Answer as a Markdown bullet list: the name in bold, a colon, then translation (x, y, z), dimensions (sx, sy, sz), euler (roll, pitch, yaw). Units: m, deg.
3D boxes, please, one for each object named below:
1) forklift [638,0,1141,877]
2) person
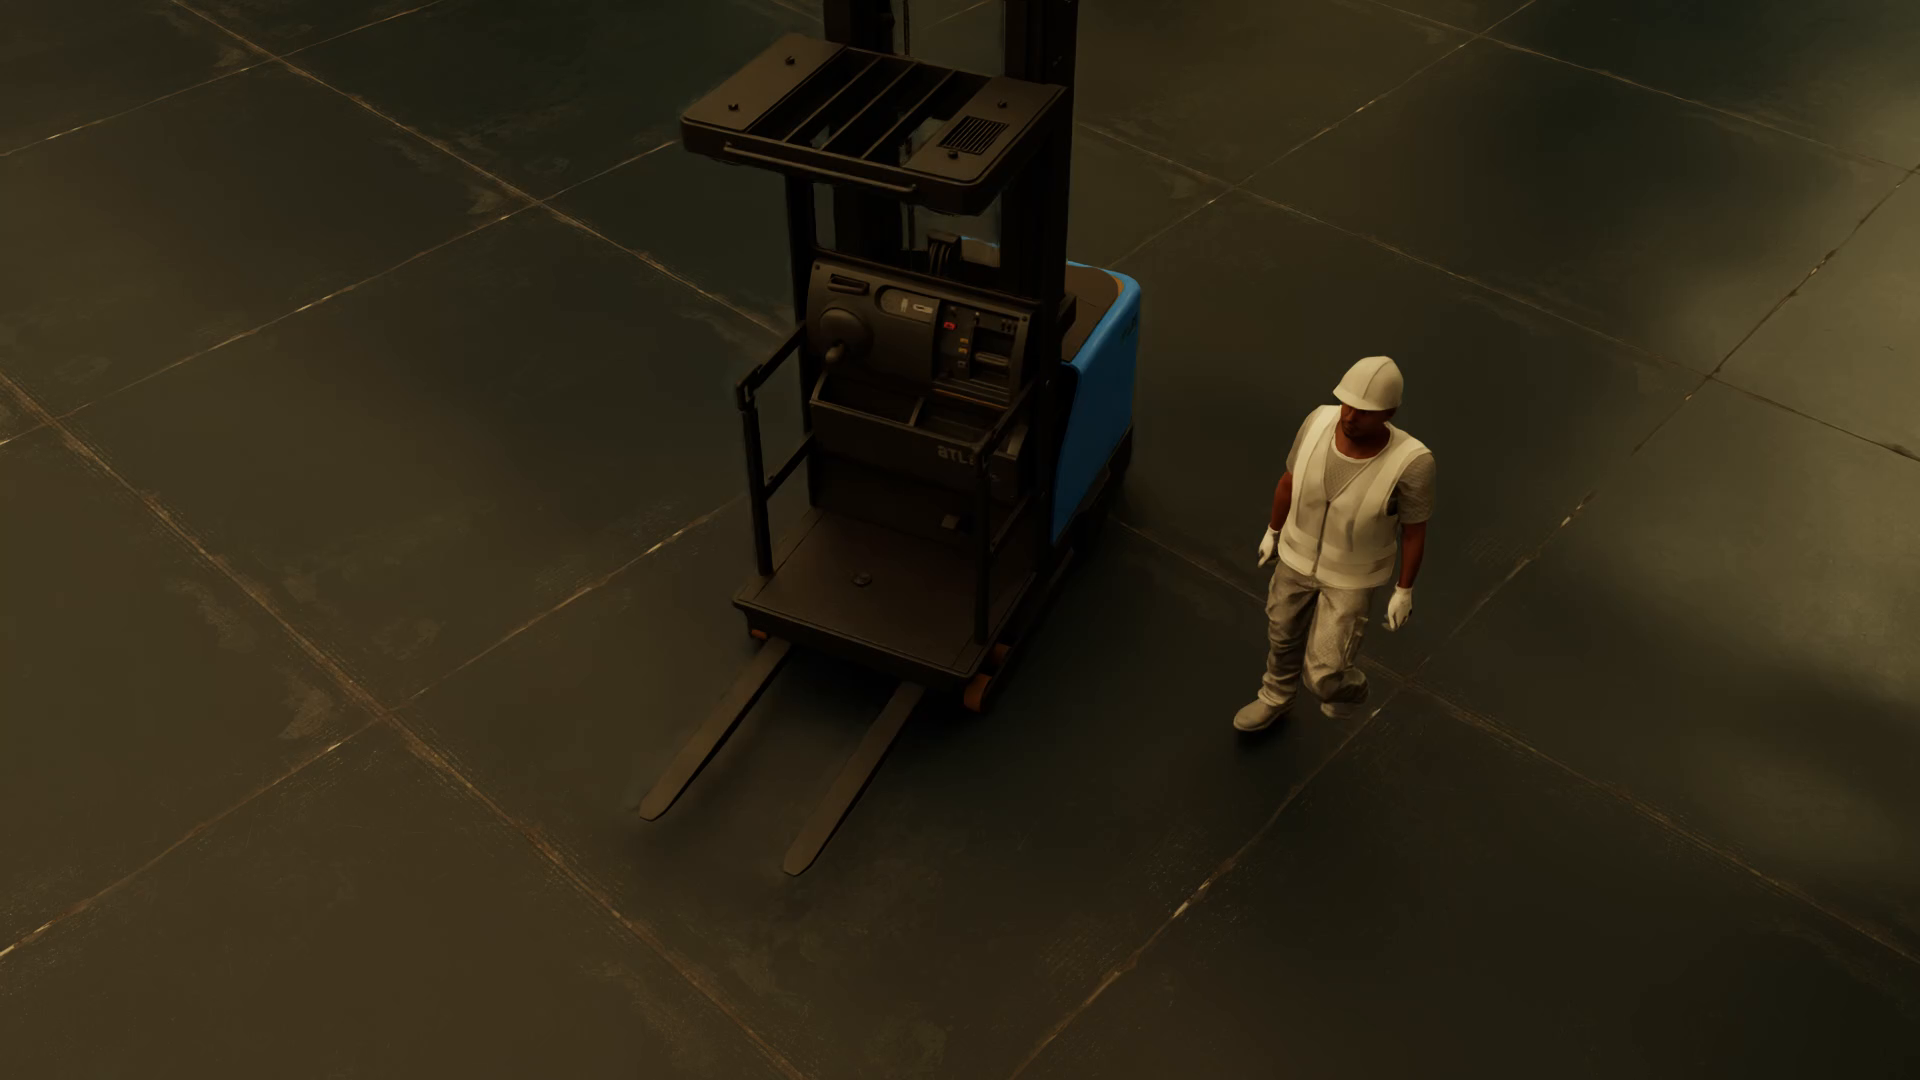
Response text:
- **forklift**: translation (-0.255, -0.728, 6.276), dimensions (1.130, 2.935, 3.031), euler (17, 43, 18)
- **person**: translation (1.335, 0.137, 6.092), dimensions (0.638, 1.783, 0.531), euler (28, 48, 28)
